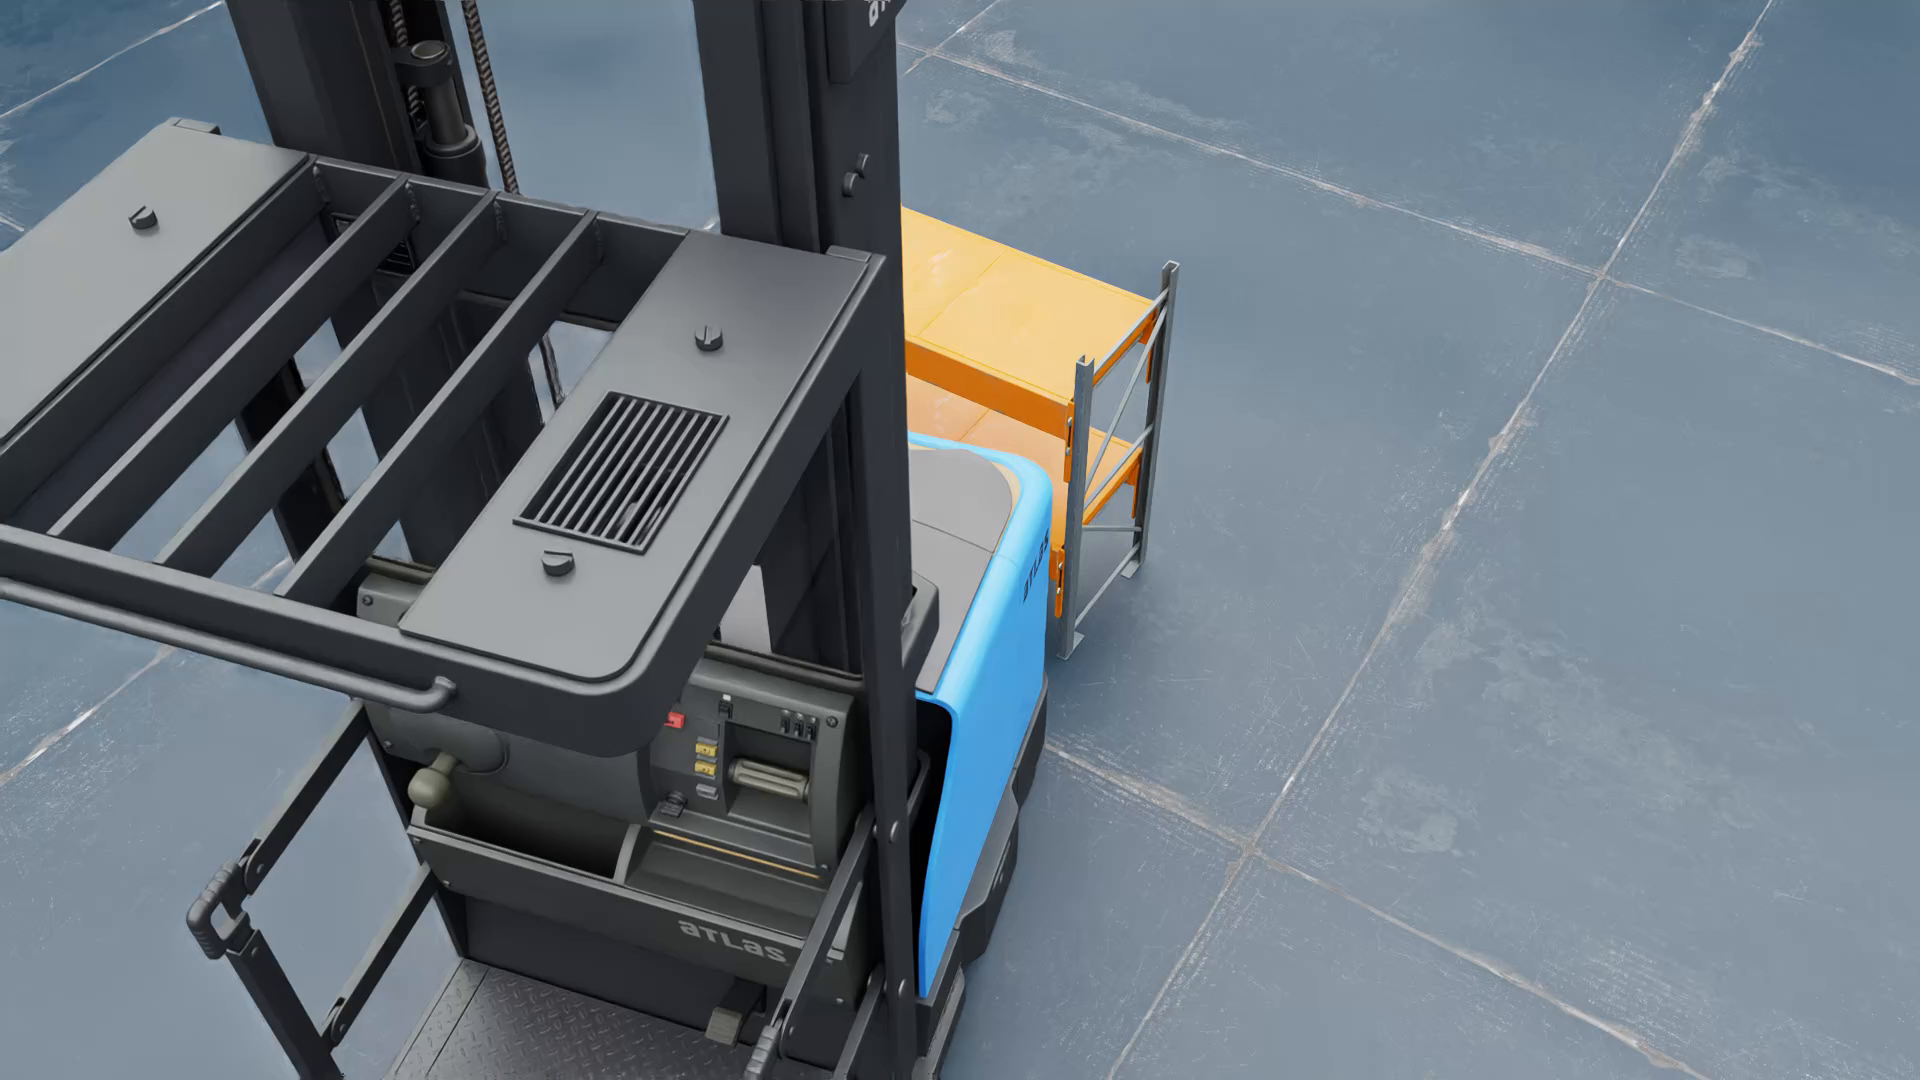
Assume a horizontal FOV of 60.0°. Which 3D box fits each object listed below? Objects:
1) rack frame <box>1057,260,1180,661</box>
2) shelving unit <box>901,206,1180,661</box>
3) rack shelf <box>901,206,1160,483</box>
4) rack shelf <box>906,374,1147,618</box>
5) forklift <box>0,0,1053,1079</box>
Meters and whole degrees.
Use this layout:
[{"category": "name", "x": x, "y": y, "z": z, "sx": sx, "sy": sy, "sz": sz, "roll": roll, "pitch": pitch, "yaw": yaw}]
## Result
[{"category": "rack frame", "x": 0.434, "y": -0.193, "z": 4.653, "sx": 0.032, "sy": 1.125, "sz": 0.500, "roll": 25, "pitch": 51, "yaw": 22}, {"category": "shelving unit", "x": 0.006, "y": -0.389, "z": 4.844, "sx": 1.048, "sy": 1.125, "sz": 0.538, "roll": 25, "pitch": 51, "yaw": 22}, {"category": "rack shelf", "x": 0.006, "y": -0.593, "z": 4.634, "sx": 1.000, "sy": 0.278, "sz": 0.538, "roll": 25, "pitch": 51, "yaw": 22}, {"category": "rack shelf", "x": 0.006, "y": -0.219, "z": 5.019, "sx": 1.000, "sy": 0.278, "sz": 0.538, "roll": 25, "pitch": 51, "yaw": 22}, {"category": "forklift", "x": -0.703, "y": 0.440, "z": 2.779, "sx": 1.130, "sy": 2.935, "sz": 3.031, "roll": 13, "pitch": 47, "yaw": 12}]
